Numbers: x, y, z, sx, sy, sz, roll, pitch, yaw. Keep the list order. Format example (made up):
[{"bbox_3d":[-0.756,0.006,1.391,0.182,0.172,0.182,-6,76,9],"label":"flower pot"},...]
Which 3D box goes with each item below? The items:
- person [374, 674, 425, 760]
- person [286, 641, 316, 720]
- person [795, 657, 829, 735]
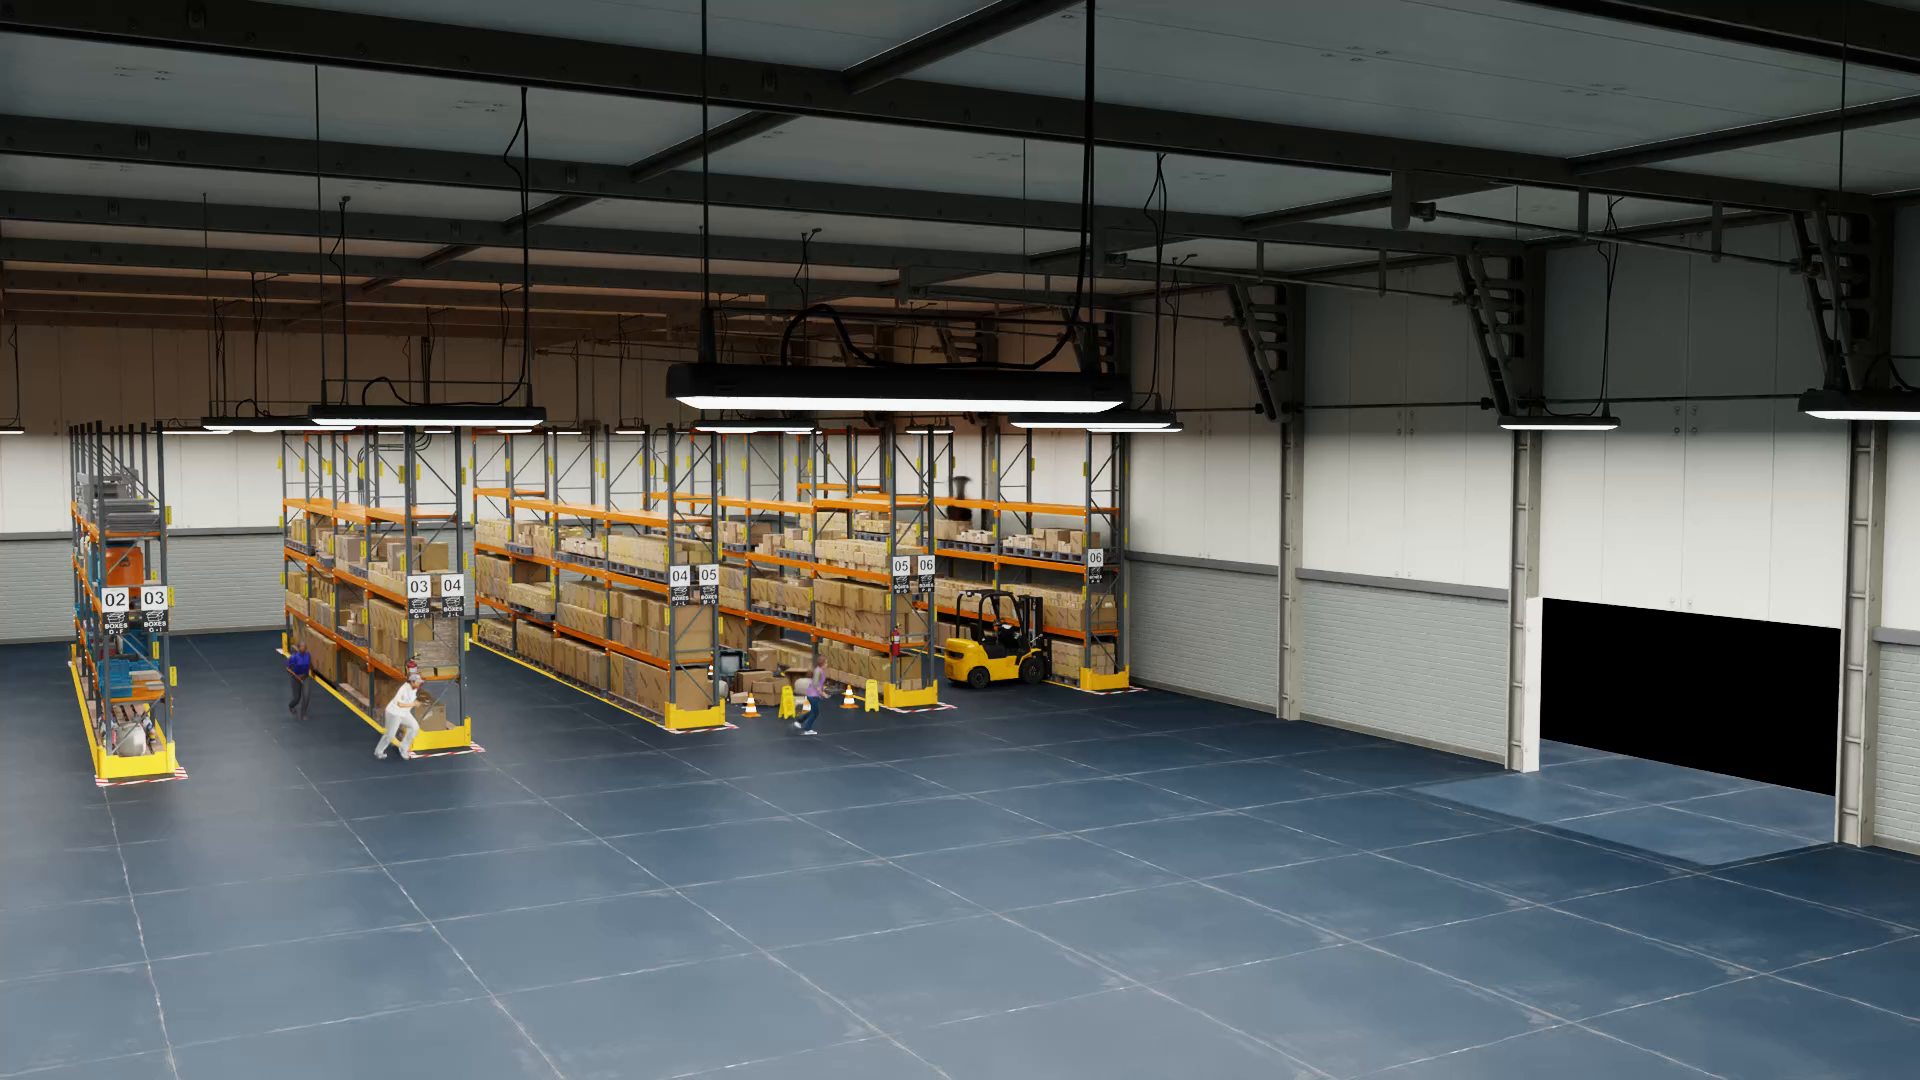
[{"bbox_3d":[-9.953,3.149,29.565,0.960,1.565,0.643,1,4,9],"label":"person"},{"bbox_3d":[-13.442,2.841,33.807,0.575,1.608,0.727,-3,5,-43],"label":"person"},{"bbox_3d":[-2.850,2.994,31.923,0.688,1.511,0.512,0,4,2],"label":"person"}]
